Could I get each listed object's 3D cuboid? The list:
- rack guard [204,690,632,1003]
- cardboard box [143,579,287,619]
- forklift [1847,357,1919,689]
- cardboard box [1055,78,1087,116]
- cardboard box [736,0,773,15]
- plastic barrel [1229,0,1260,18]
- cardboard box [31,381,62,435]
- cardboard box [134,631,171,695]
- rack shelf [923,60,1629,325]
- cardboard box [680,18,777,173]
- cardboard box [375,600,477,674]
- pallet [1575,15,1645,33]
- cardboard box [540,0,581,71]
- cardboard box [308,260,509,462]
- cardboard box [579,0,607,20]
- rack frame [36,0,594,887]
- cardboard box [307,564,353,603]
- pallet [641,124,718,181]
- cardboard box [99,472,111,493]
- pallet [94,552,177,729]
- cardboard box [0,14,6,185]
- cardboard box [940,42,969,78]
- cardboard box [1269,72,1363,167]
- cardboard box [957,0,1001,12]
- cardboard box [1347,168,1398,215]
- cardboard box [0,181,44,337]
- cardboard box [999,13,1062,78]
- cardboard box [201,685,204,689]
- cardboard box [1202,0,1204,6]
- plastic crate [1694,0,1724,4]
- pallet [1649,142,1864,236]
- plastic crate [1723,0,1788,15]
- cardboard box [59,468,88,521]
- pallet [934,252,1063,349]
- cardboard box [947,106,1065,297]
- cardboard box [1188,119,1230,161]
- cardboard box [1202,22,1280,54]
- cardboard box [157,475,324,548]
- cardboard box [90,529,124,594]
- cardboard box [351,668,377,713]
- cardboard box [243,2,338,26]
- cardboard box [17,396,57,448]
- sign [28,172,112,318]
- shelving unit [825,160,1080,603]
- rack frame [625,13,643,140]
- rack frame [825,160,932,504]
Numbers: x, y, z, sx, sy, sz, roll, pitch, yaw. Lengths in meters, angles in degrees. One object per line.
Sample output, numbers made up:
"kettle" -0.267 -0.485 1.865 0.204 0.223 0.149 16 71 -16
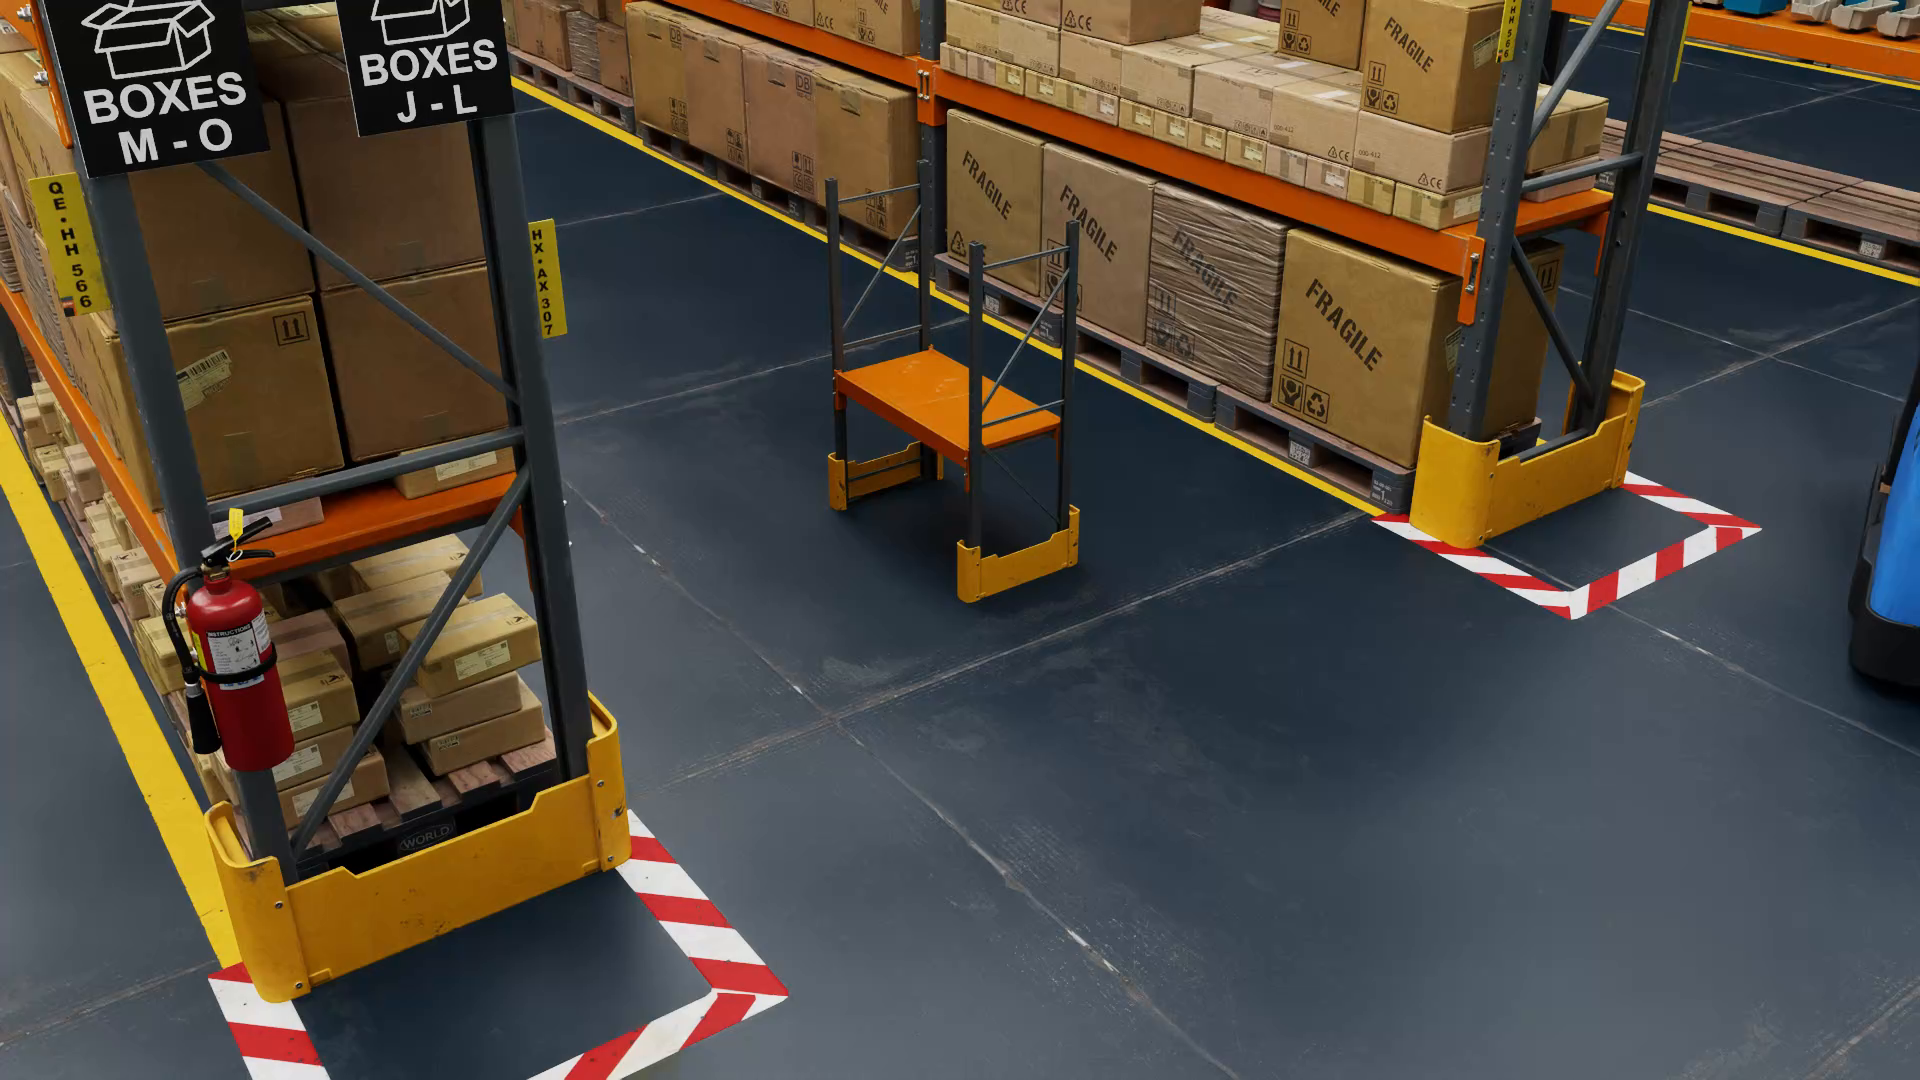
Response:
"rack guard" -1.611 0.899 5.070 1.175 0.500 0.348 -19 34 -31
"cardboard box" -2.532 0.204 5.655 0.380 0.149 0.250 -20 34 -33
"forklift" 4.513 -1.241 6.463 1.130 2.935 3.031 15 32 26
"cardboard box" 0.720 -2.336 8.671 0.380 0.149 0.250 -19 34 -31
"cardboard box" -1.159 -3.800 11.000 0.500 0.500 0.500 -19 34 -30
"plastic barrel" 2.624 -4.696 14.920 0.421 0.512 0.421 0 29 0
"cardboard box" -3.745 -0.603 7.141 0.380 0.149 0.250 -17 33 -28
"cardboard box" -2.710 0.379 5.956 0.380 0.149 0.250 -20 35 -33
"rack shelf" 1.372 -1.965 8.479 1.077 0.370 4.000 -19 34 -31
"cardboard box" -1.215 -3.242 11.862 1.225 0.875 0.875 -19 34 -30
"cardboard box" -1.775 0.371 5.659 0.380 0.149 0.250 -19 34 -31
"pallet" 7.069 -5.354 16.888 1.003 0.211 1.213 -19 34 -31
"cardboard box" -3.180 -4.394 14.356 0.700 0.500 0.500 -16 32 -27
"cardboard box" -1.603 -0.595 4.787 0.500 0.500 0.500 -17 33 -28
"cardboard box" -2.838 -4.493 13.753 0.500 0.250 0.500 -15 32 -25
"rack frame" -1.567 -0.170 4.419 1.000 3.000 0.127 -19 34 -31
"cardboard box" -2.105 0.059 5.923 0.380 0.149 0.250 -21 35 -33
"pallet" -1.713 -3.061 12.665 1.003 0.211 1.213 -19 34 -31
"cardboard box" -3.082 -0.219 6.434 0.380 0.149 0.250 -20 35 -33
"pallet" -2.757 0.227 6.611 1.003 0.211 1.213 -19 34 -31
"cardboard box" -2.948 -1.494 5.394 0.500 0.500 0.500 -20 34 -32
"cardboard box" 0.112 -2.741 9.417 0.380 0.149 0.250 -19 34 -31
"cardboard box" 1.741 -1.881 7.415 0.500 0.250 0.500 -19 34 -31
"cardboard box" 0.281 -3.196 9.051 0.500 0.500 0.500 -19 34 -31
"cardboard box" 1.905 -1.541 7.208 0.380 0.149 0.250 -18 33 -30
"cardboard box" -2.915 -1.041 5.607 0.500 0.500 0.500 -17 33 -28
"cardboard box" 0.555 -2.673 8.875 0.500 0.250 0.500 -19 34 -31
"cardboard box" -2.214 0.525 5.375 0.380 0.149 0.250 -20 34 -32
"cardboard box" 0.983 -3.152 8.971 0.500 0.500 0.500 -18 33 -30
"plastic crate" 4.982 -3.759 11.090 0.437 0.282 0.530 -19 34 -31
"pallet" 5.416 -2.454 11.548 1.003 0.211 1.213 -19 34 -31
"plastic crate" 5.166 -3.555 10.765 0.416 0.233 0.300 -19 34 -31
"cardboard box" -3.597 -0.240 7.096 0.380 0.149 0.250 -19 34 -31
"pallet" 0.589 -1.516 9.820 1.003 0.211 1.213 -19 34 -31
"cardboard box" 0.529 -2.031 9.632 0.875 0.875 0.875 -19 34 -31
"cardboard box" 1.312 -1.938 7.938 0.380 0.149 0.250 -19 34 -30
"cardboard box" 1.571 -2.428 8.422 0.500 0.250 0.500 -20 34 -32
"cardboard box" -1.987 -0.108 4.569 0.380 0.149 0.250 -19 34 -31
"cardboard box" -3.036 0.038 6.272 0.380 0.149 0.250 -18 34 -30
"cardboard box" -1.979 0.433 5.858 0.380 0.149 0.250 -18 33 -30
"cardboard box" -2.193 -1.435 5.284 0.500 0.500 0.500 -20 34 -32
"cardboard box" -3.938 -0.558 7.369 0.380 0.149 0.250 -17 33 -28
"sign" -2.031 -0.671 3.799 0.100 0.325 0.005 -19 34 -31
"shelving unit" -0.044 -0.689 6.947 0.587 1.500 1.083 -19 34 -31
"rack frame" -2.109 -4.613 12.602 1.000 3.000 0.127 -19 34 -31
"rack frame" -0.344 -0.890 7.317 0.500 1.500 0.032 -19 34 -31
